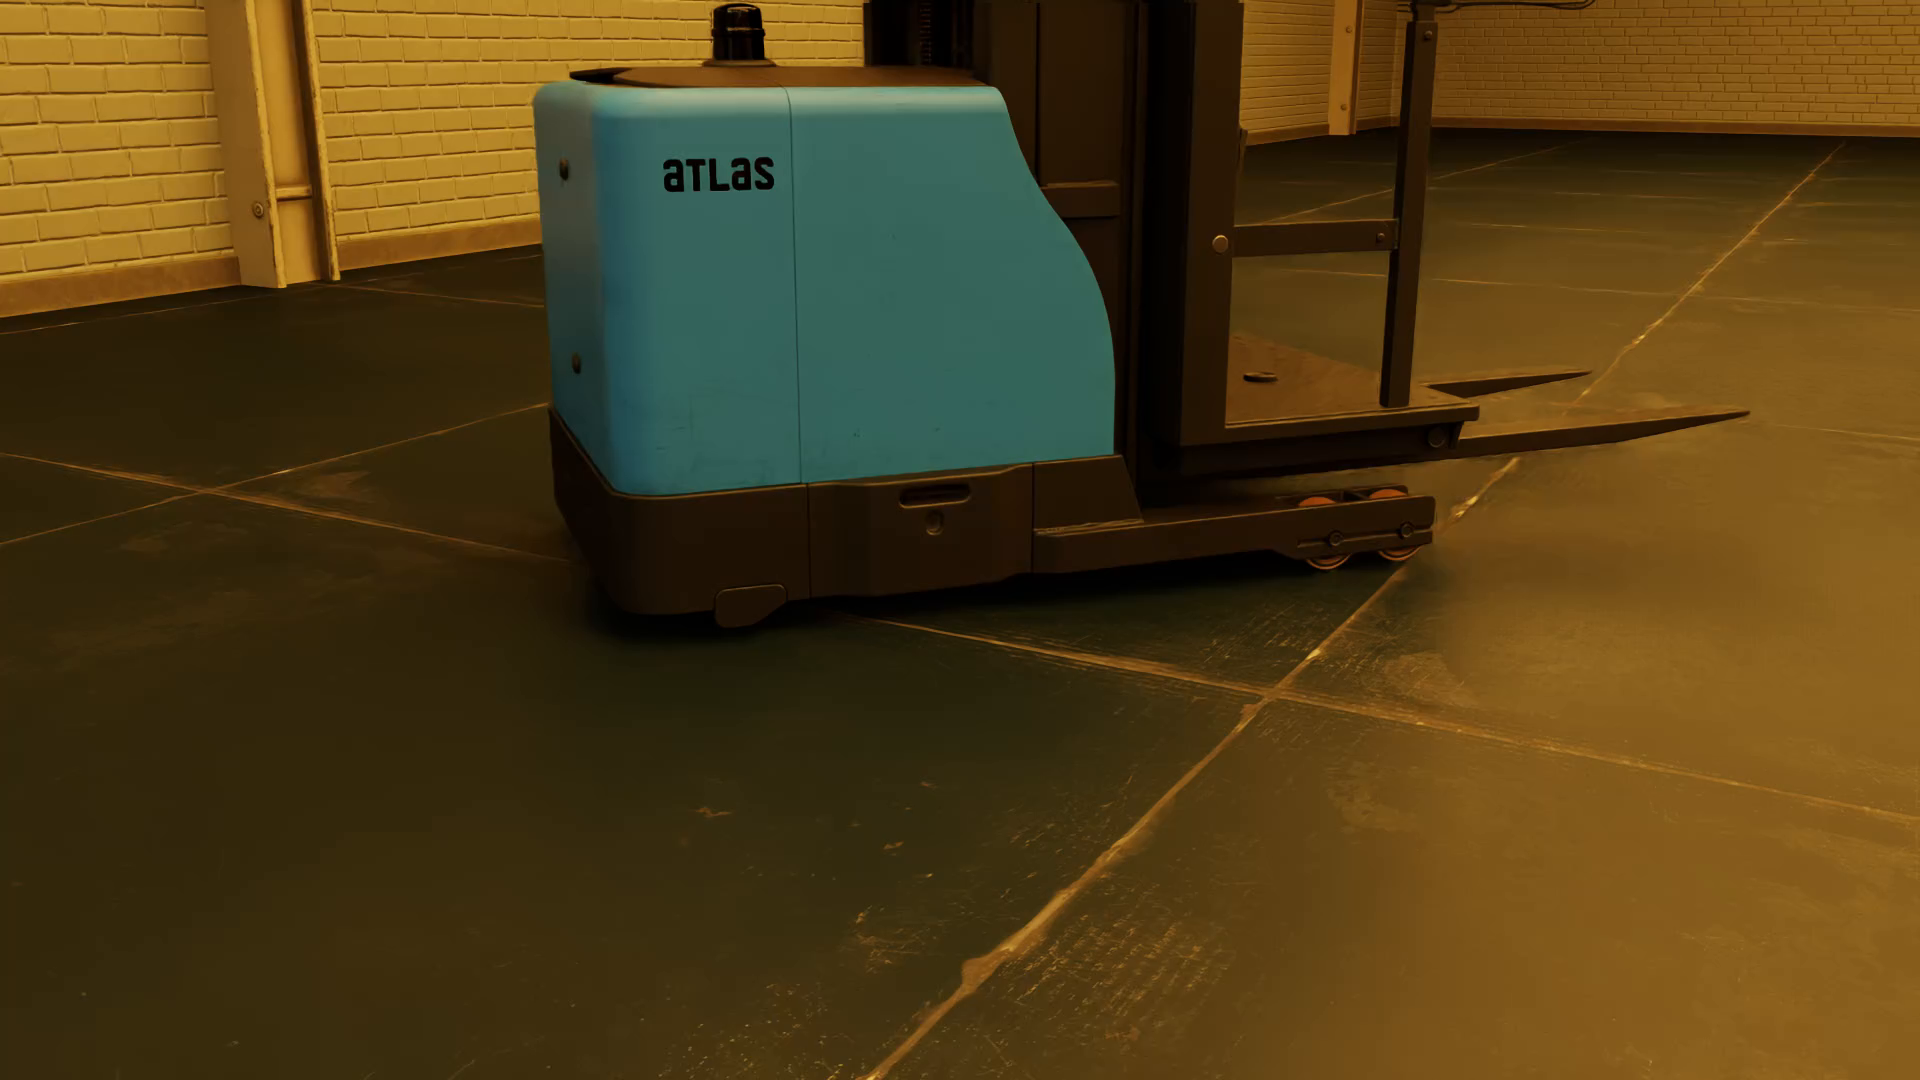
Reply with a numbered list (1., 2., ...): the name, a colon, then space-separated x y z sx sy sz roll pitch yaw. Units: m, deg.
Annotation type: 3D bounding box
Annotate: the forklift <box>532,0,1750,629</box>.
1. forklift: 0.569 -1.470 3.843 3.031 2.935 1.130 -6 17 -20
